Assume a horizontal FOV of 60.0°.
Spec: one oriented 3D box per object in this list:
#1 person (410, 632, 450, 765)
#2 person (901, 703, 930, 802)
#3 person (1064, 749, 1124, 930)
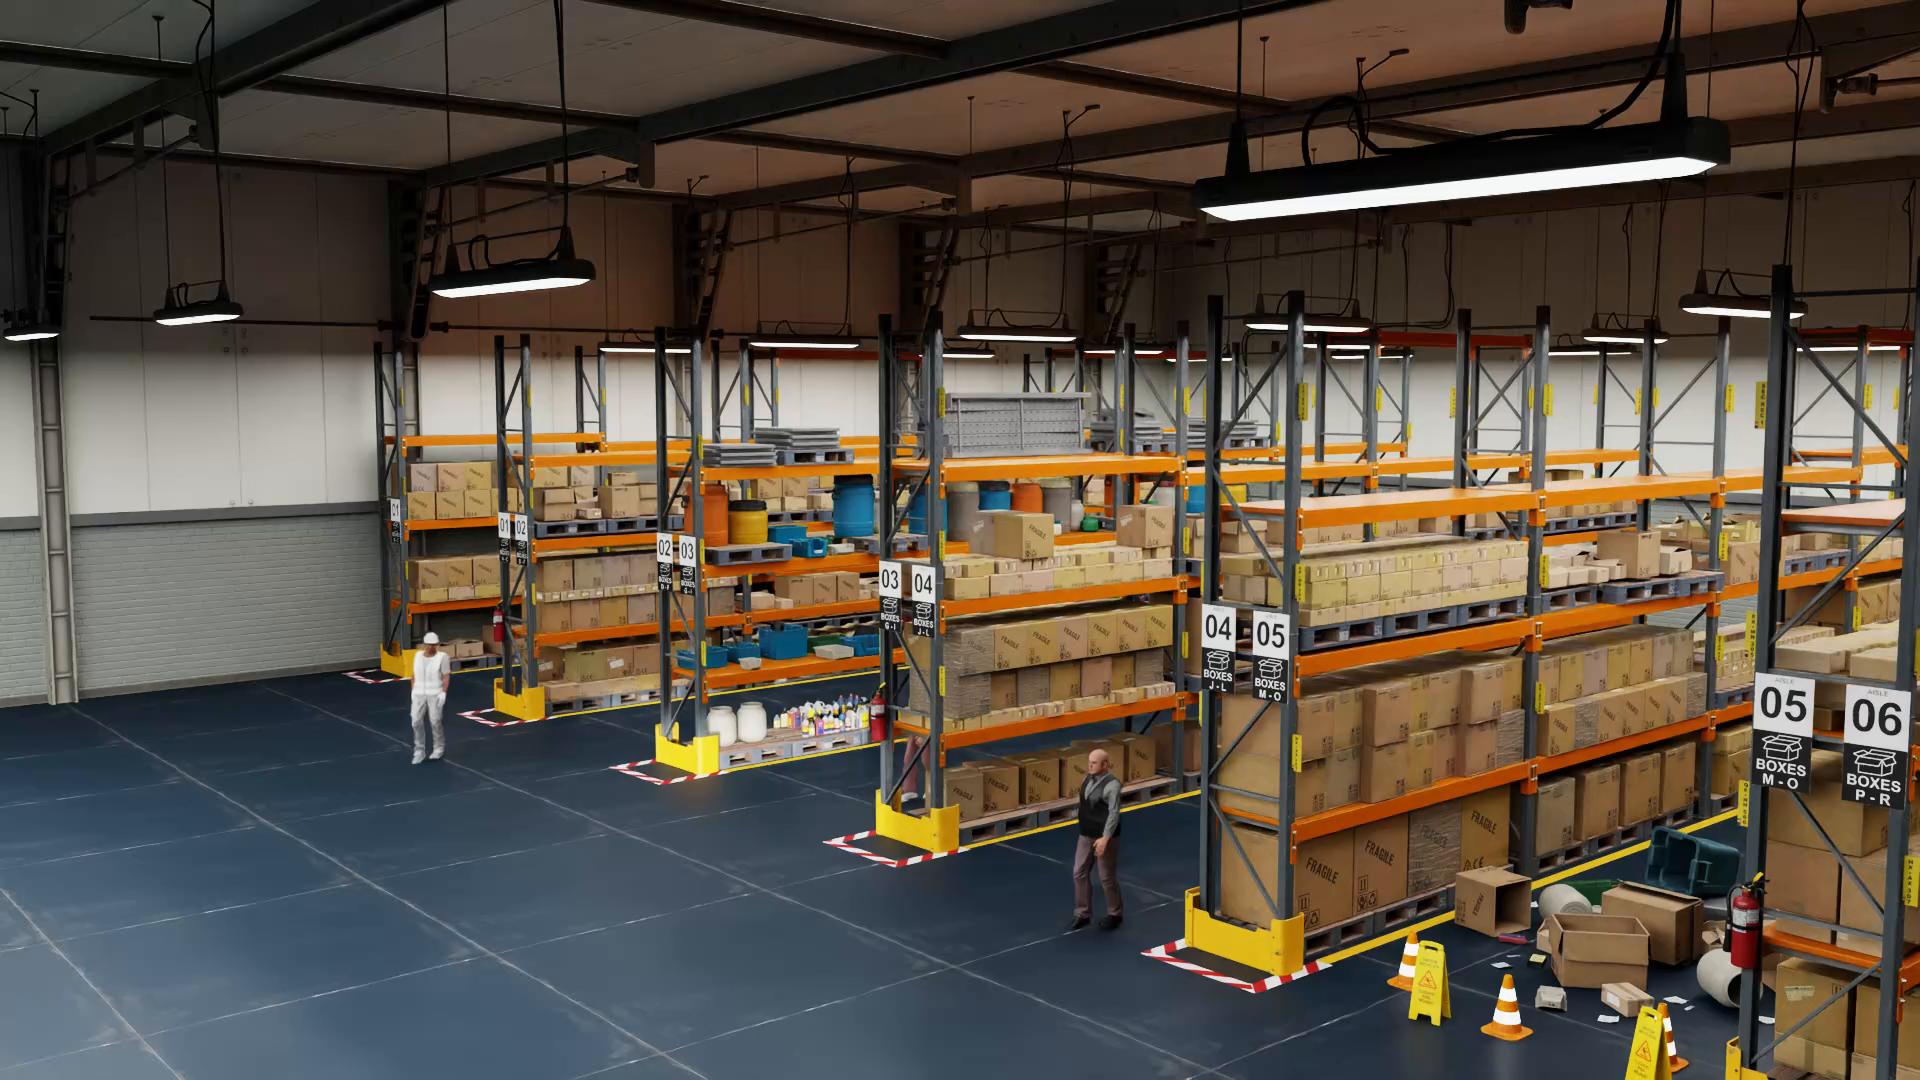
[{"bbox_3d":[-7.378,2.208,23.058,0.583,1.849,0.517,0,5,3],"label":"person"},{"bbox_3d":[-0.506,2.444,20.848,0.619,1.698,0.504,-2,6,-24],"label":"person"},{"bbox_3d":[1.308,2.876,15.916,0.579,1.765,0.578,-4,6,-34],"label":"person"}]
